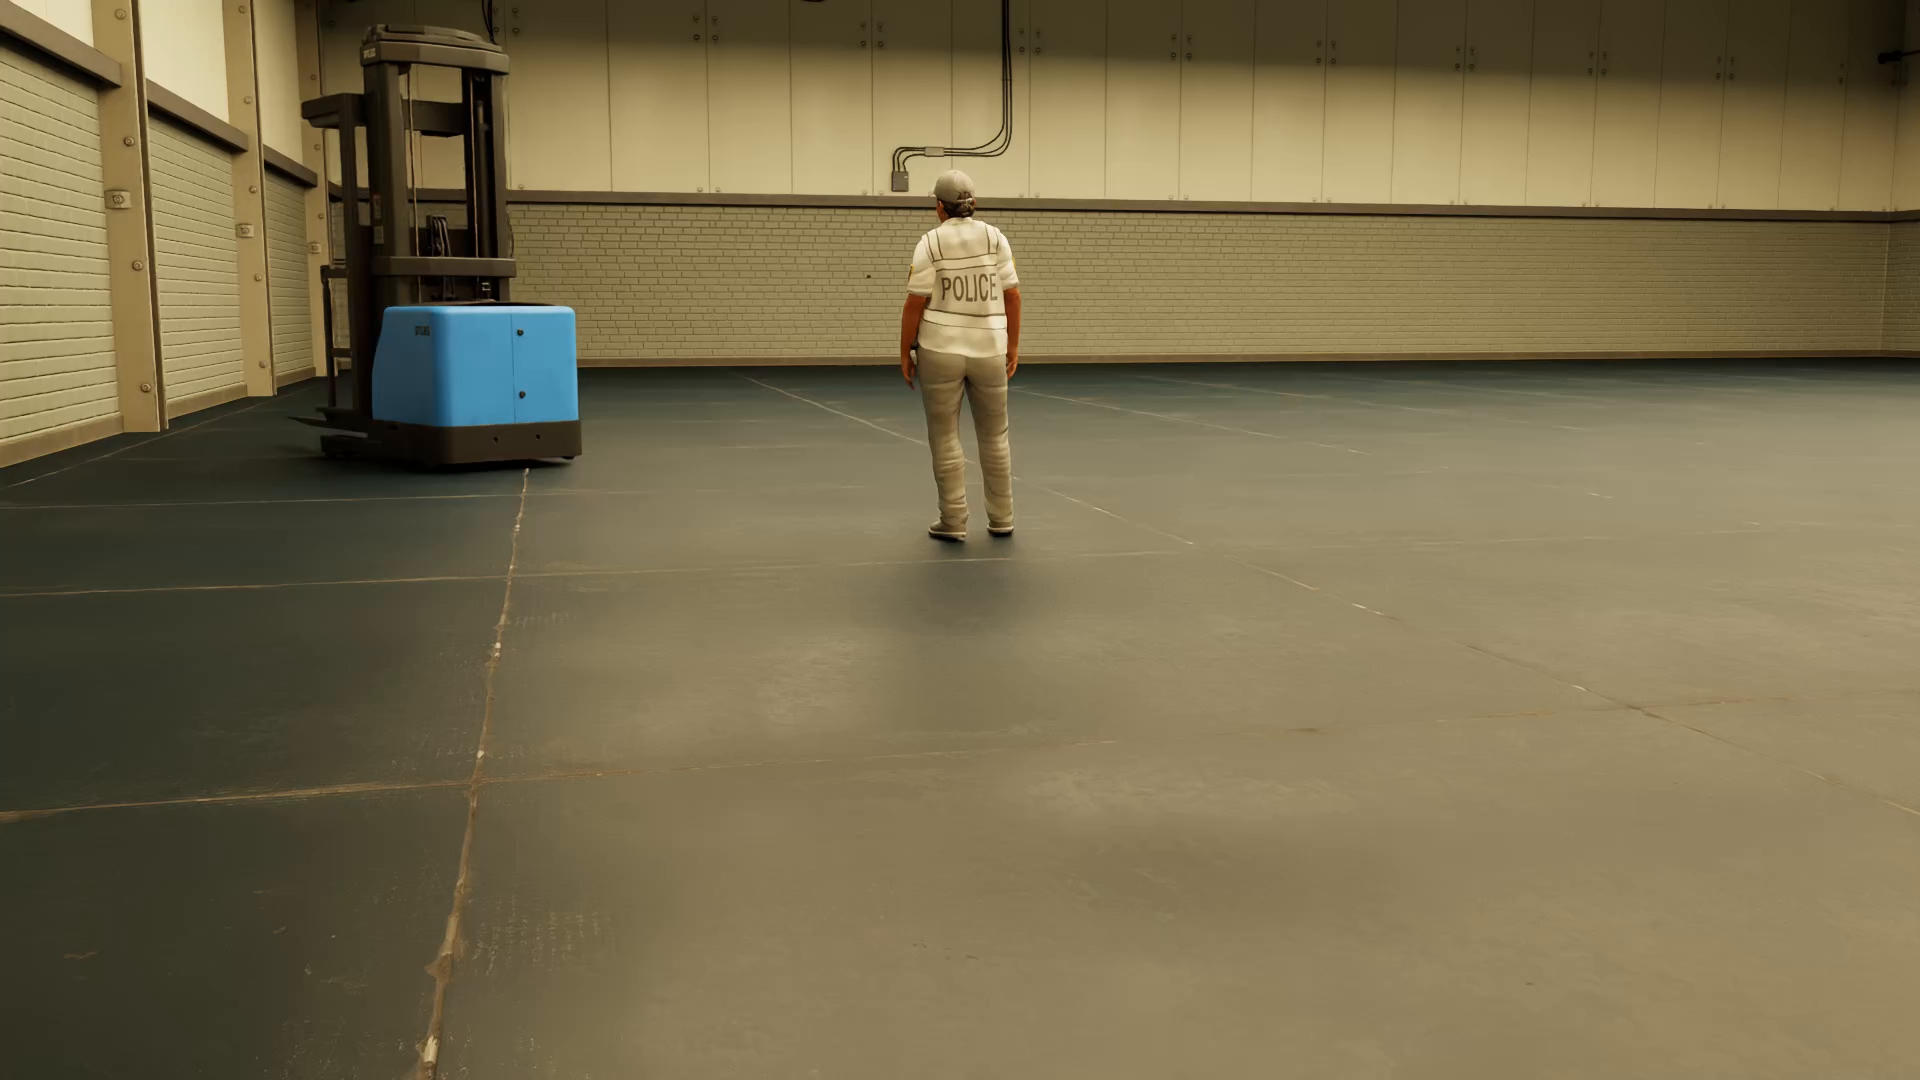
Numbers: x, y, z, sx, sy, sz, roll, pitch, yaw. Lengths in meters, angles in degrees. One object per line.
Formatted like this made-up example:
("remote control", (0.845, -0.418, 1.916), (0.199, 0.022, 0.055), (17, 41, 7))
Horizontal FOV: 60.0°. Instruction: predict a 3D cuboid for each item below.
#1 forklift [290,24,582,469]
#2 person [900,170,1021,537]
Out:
("forklift", (-3.942, -2.064, 11.875), (1.130, 2.935, 3.031), (-7, 11, -42))
("person", (0.004, -0.843, 7.670), (0.598, 1.670, 0.529), (-2, 8, -13))
